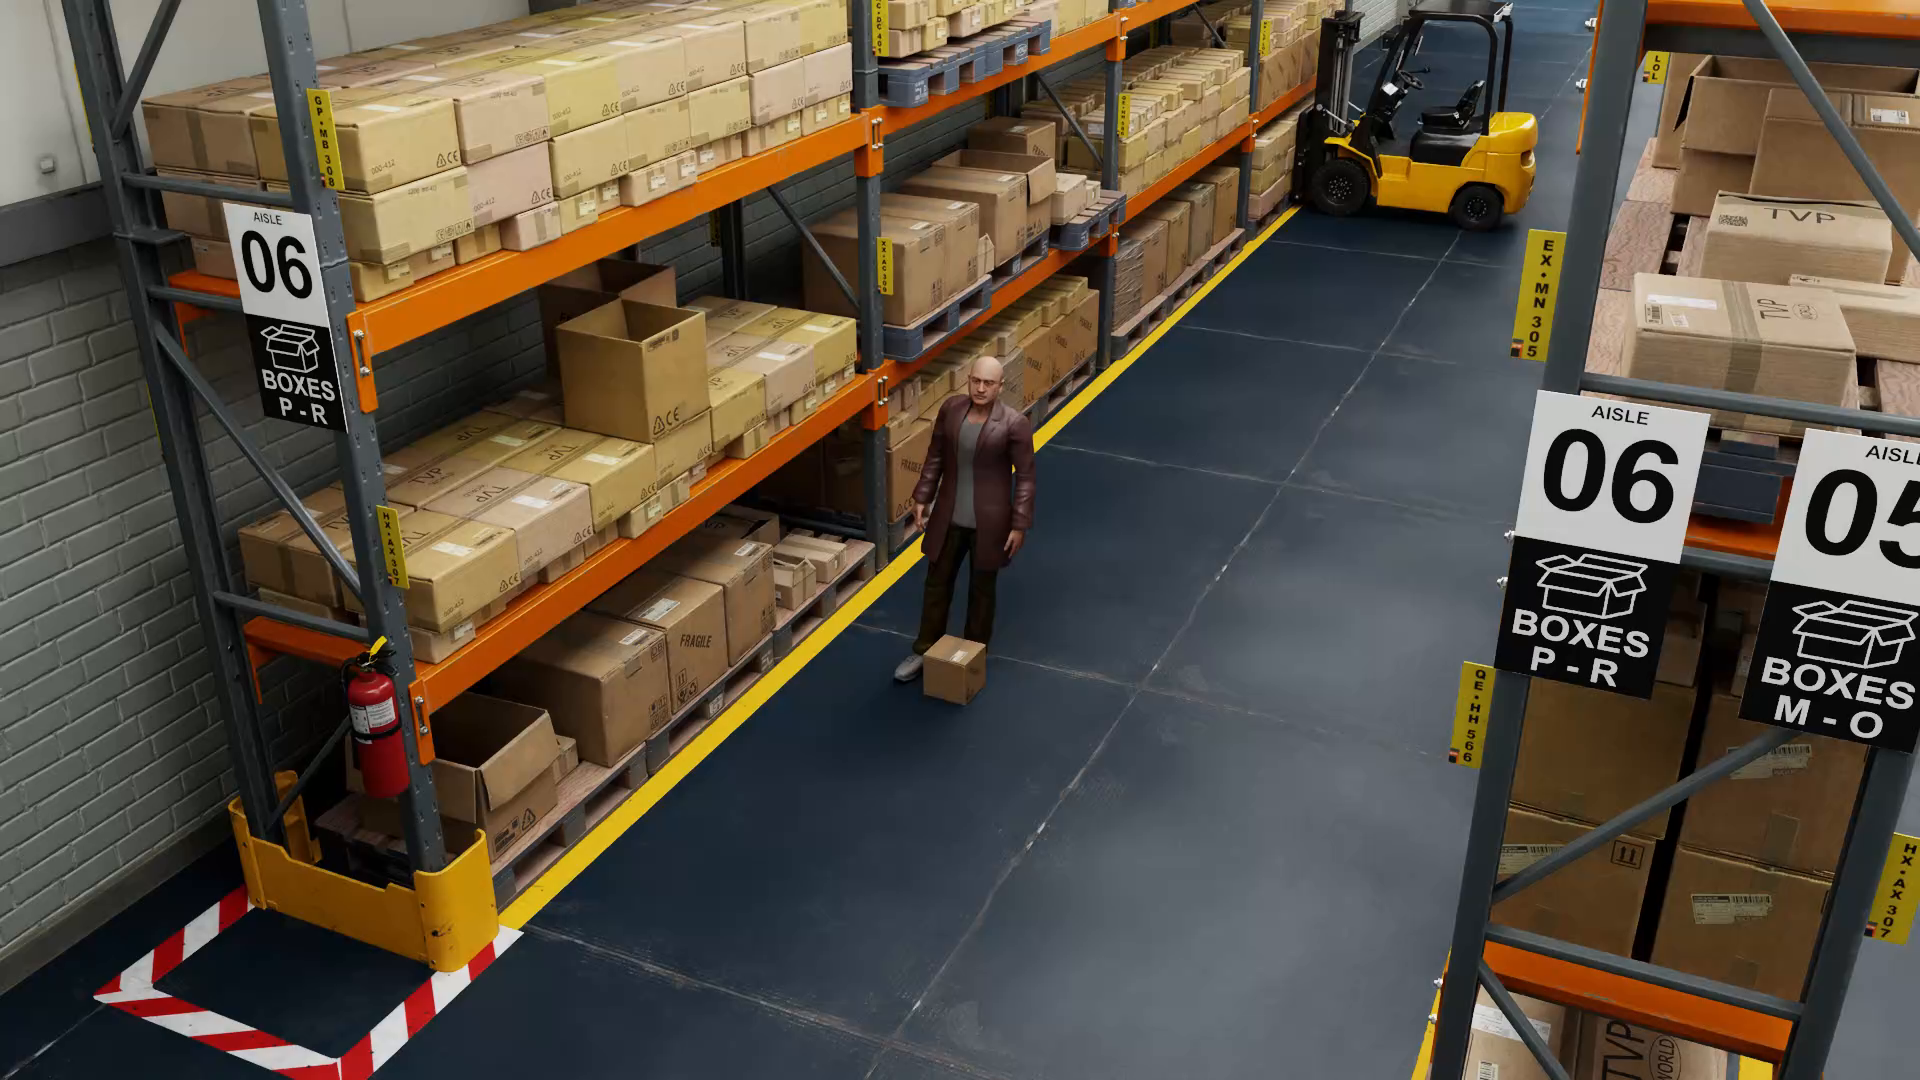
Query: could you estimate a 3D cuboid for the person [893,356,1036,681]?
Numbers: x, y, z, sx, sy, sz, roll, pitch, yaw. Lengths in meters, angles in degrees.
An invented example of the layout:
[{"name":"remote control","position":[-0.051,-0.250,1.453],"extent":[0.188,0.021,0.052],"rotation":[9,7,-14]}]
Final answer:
[{"name":"person","position":[0.031,-0.078,8.769],"extent":[0.698,1.778,0.580],"rotation":[12,28,23]}]
